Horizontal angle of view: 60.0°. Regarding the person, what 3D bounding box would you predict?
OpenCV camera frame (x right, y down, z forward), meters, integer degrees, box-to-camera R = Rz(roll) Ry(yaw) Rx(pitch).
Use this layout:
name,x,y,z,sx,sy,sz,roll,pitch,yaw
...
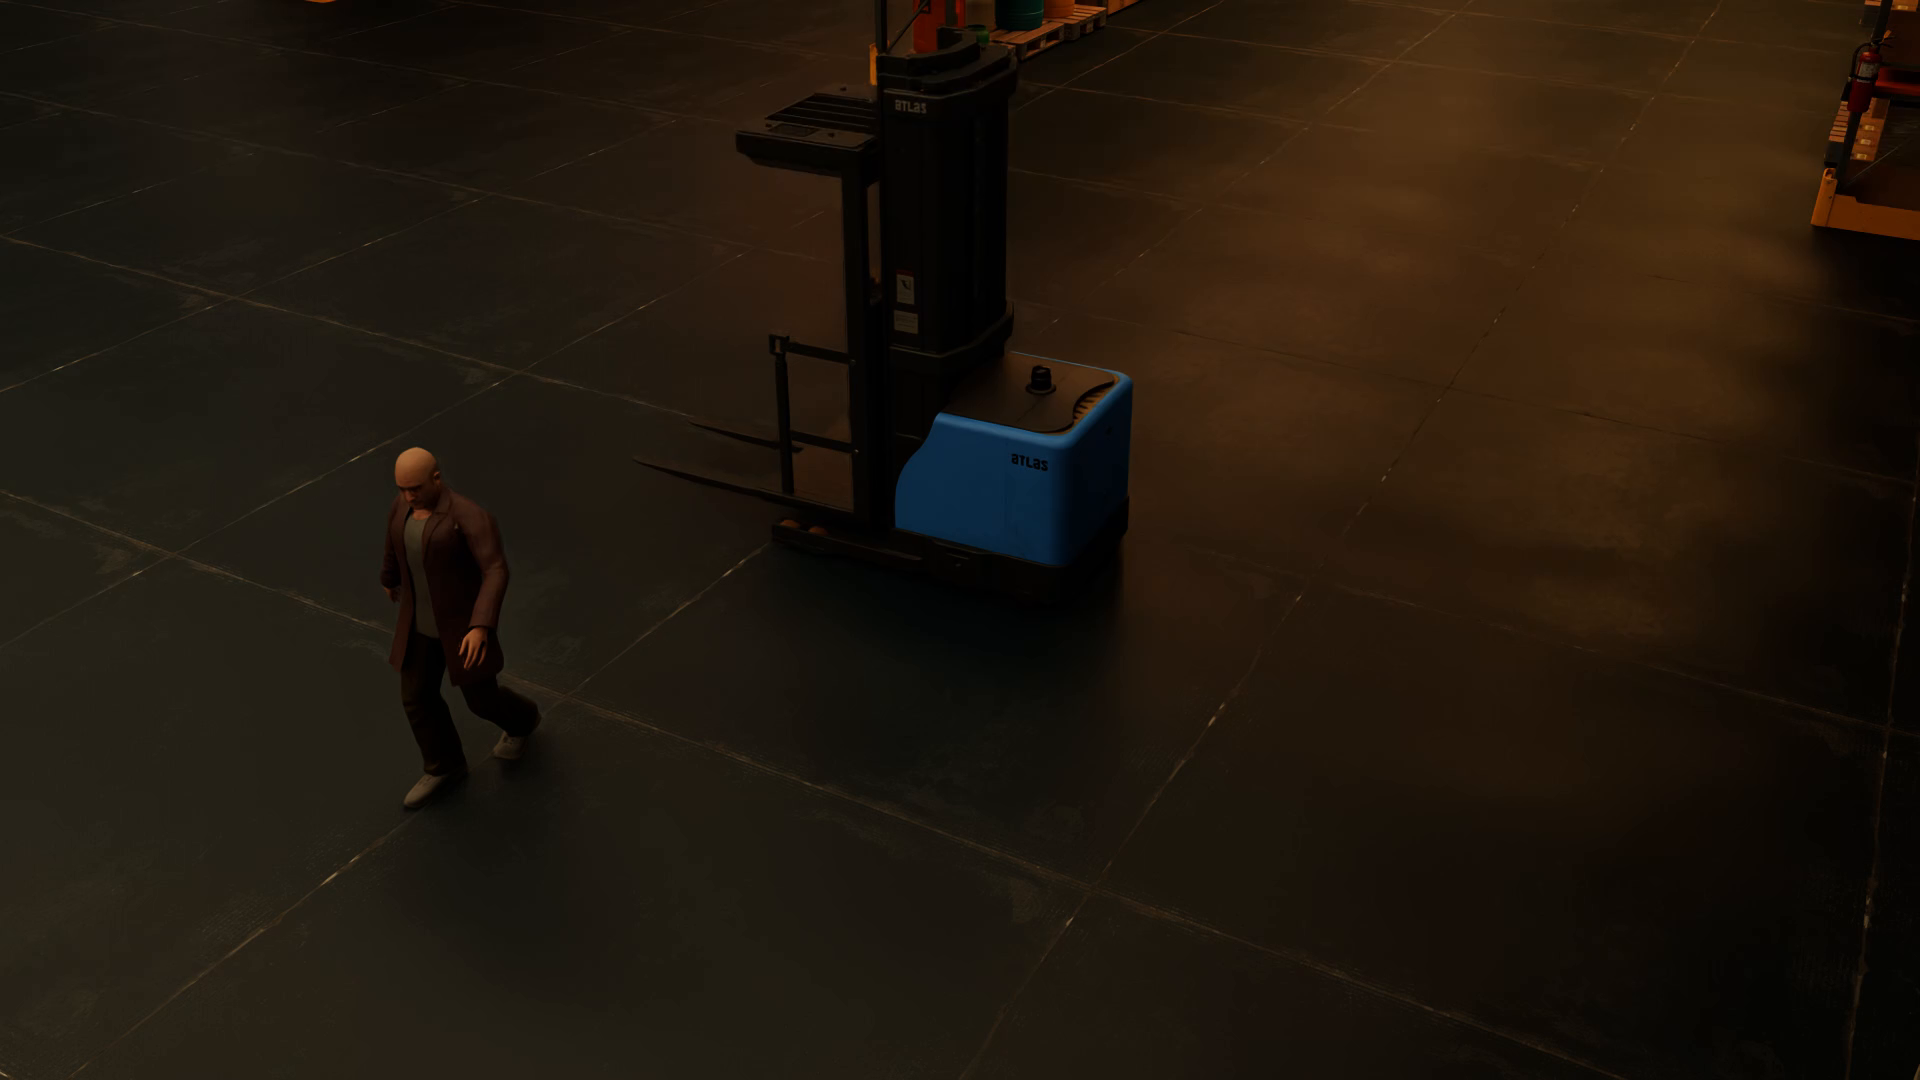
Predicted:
name,x,y,z,sx,sy,sz,roll,pitch,yaw
person,-2.362,0.367,7.618,0.936,1.760,0.782,11,32,19

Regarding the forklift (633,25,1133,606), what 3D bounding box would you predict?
name,x,y,z,sx,sy,sz,roll,pitch,yaw
forklift,-0.553,-1.401,9.498,3.031,2.935,1.130,14,33,22
